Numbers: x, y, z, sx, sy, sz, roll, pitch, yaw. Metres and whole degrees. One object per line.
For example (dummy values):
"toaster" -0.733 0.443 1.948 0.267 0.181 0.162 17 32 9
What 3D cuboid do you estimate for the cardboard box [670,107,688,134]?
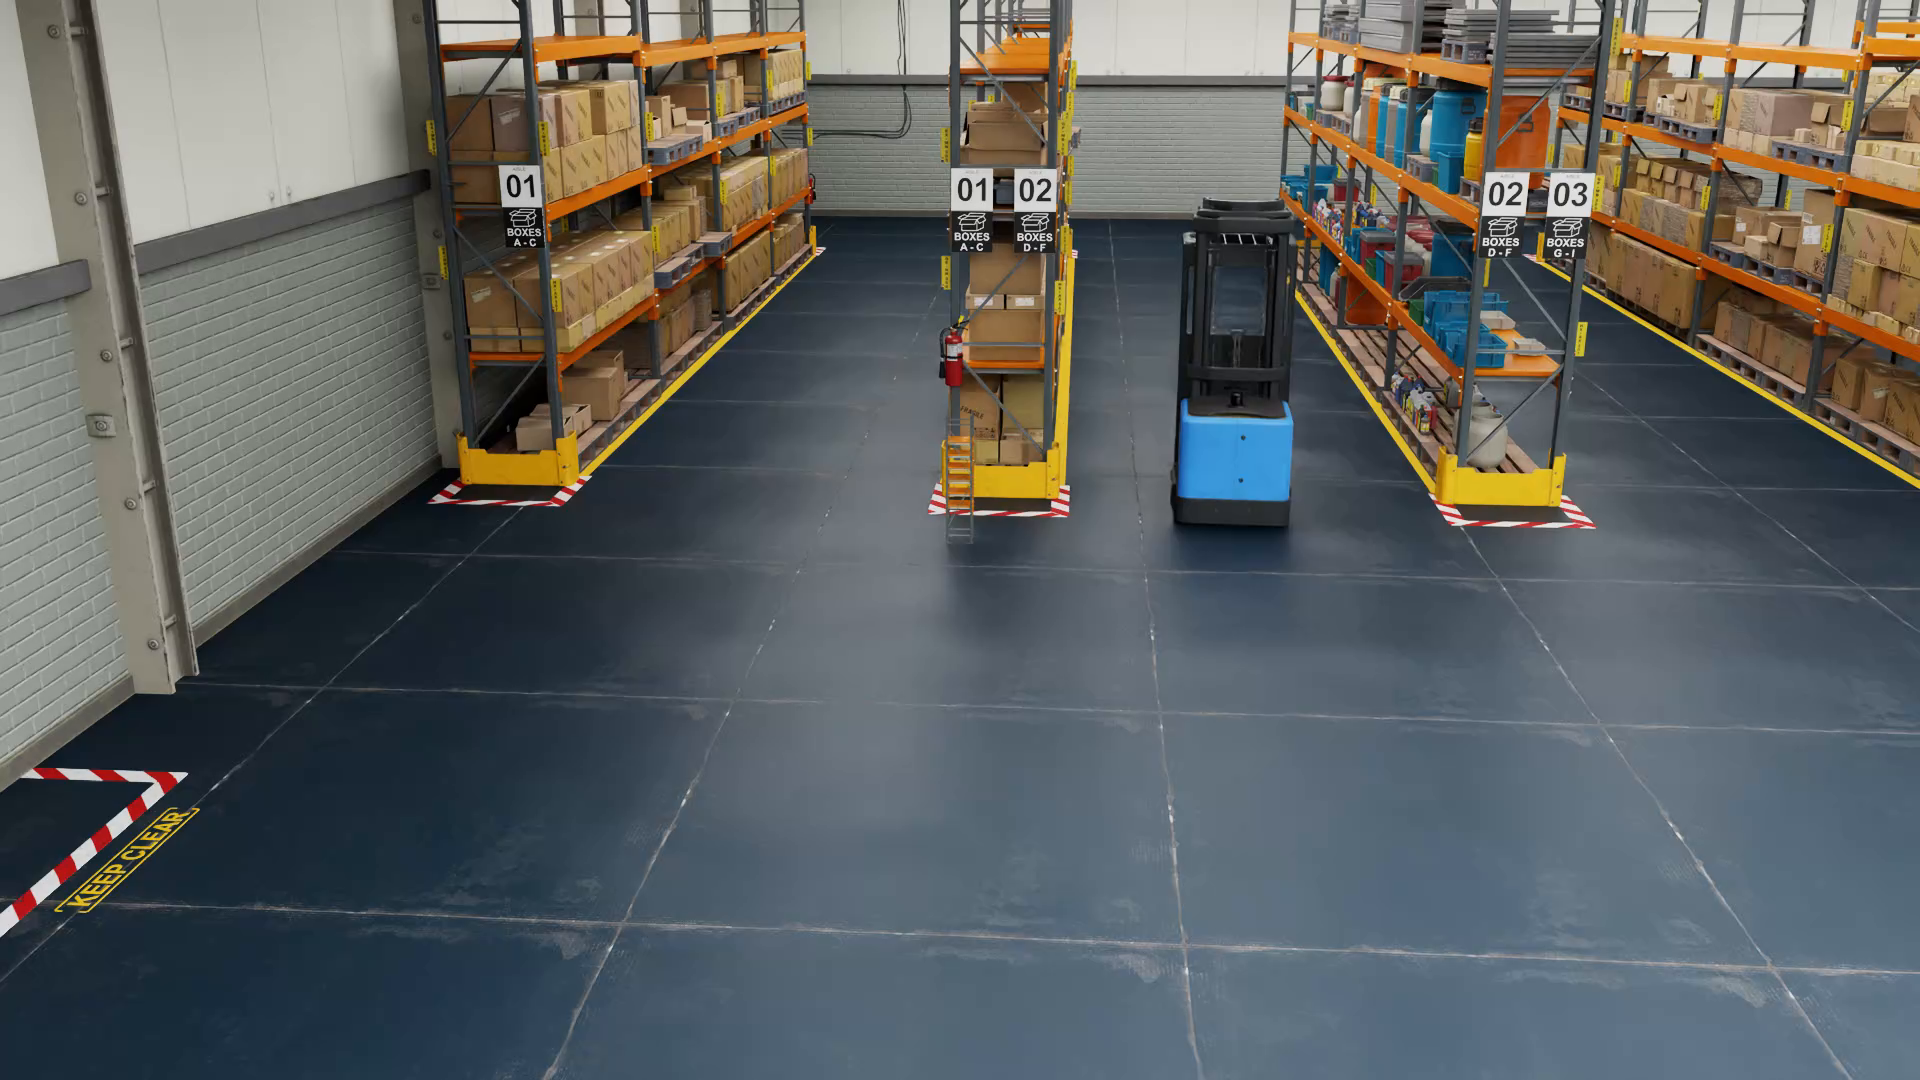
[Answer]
"cardboard box" -4.141 -5.583 22.455 0.797 0.503 0.637 4 19 12

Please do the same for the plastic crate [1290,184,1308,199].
"plastic crate" 6.037 -6.140 29.344 0.416 0.233 0.300 1 18 4

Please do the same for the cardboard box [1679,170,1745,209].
"cardboard box" 10.984 -5.121 24.289 0.797 0.503 0.637 2 18 5

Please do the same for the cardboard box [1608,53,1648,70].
"cardboard box" 11.284 -8.101 28.140 0.500 0.250 0.500 1 18 2

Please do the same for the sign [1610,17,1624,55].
"sign" 5.900 -4.531 14.963 0.100 0.325 0.005 1 18 4

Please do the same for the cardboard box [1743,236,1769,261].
"cardboard box" 10.516 -3.780 21.536 0.500 0.250 0.500 1 18 2

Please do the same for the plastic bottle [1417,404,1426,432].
"plastic bottle" 5.037 -1.329 18.143 0.061 0.283 0.133 2 18 5

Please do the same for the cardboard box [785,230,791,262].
"cardboard box" -3.435 -5.299 29.943 0.700 0.500 0.500 2 18 5

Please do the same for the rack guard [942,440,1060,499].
"rack guard" 0.410 -0.710 16.614 1.175 0.500 0.348 1 18 4

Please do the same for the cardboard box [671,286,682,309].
"cardboard box" -4.091 -3.317 22.658 0.500 0.250 0.500 1 18 4

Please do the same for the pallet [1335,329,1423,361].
"pallet" 5.831 -2.713 23.191 1.003 0.211 1.213 1 18 4

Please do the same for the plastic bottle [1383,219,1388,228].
"plastic bottle" 6.381 -4.667 24.881 0.097 0.271 0.097 0 18 0

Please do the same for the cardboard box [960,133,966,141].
"cardboard box" 0.271 -4.091 17.343 0.500 0.311 0.500 3 18 10

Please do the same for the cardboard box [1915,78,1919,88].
"cardboard box" 15.909 -7.476 27.229 0.380 0.149 0.250 1 18 2

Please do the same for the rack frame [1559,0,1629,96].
"rack frame" 11.439 -9.503 29.800 1.000 3.000 0.127 1 18 4

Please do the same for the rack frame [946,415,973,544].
"rack frame" -0.008 -0.537 14.963 0.240 1.200 0.006 1 18 4

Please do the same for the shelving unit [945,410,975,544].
"shelving unit" -0.001 -0.566 15.049 0.258 1.200 0.189 1 18 4

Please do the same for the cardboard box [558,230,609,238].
"cardboard box" -4.485 -3.410 19.845 0.500 0.500 0.500 1 18 3

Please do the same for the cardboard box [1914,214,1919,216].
"cardboard box" 10.787 -3.288 18.223 0.500 0.500 0.500 1 18 4

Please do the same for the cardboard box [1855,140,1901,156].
"cardboard box" 10.248 -4.375 18.567 0.380 0.149 0.250 1 18 2

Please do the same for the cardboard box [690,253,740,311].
"cardboard box" -3.773 -3.903 25.121 0.750 0.750 0.750 1 18 3

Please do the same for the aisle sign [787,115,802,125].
"aisle sign" -3.078 -8.235 31.389 0.394 0.787 0.004 1 18 4

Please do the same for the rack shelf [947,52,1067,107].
"rack shelf" 0.555 -4.845 17.383 1.077 0.370 4.000 1 18 4

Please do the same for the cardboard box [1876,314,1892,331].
"cardboard box" 10.198 -2.357 18.029 0.380 0.149 0.250 1 18 4

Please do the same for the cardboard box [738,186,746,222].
"cardboard box" -3.583 -5.159 25.508 0.500 0.500 0.500 1 18 4

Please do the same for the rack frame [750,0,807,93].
"rack frame" -3.383 -9.835 30.812 1.000 3.000 0.127 1 18 4

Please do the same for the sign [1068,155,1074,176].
"sign" 1.826 -6.171 27.406 0.100 0.325 0.005 1 18 4

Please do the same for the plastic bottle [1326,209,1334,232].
"plastic bottle" 5.687 -4.892 25.442 0.144 0.351 0.185 1 18 4

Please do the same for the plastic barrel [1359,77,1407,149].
"plastic barrel" 5.650 -5.692 22.180 0.600 0.901 0.600 0 18 0

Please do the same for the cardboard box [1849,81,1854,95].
"cardboard box" 16.088 -7.968 29.371 0.500 0.250 0.500 2 18 5

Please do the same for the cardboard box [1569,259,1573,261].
"cardboard box" 11.408 -5.359 29.525 0.875 0.875 0.875 1 18 4

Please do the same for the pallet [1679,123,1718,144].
"pallet" 10.859 -5.704 23.328 1.213 0.211 1.003 2 18 6

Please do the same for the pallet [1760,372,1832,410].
"pallet" 10.633 -1.842 20.532 1.003 0.211 1.213 1 18 4

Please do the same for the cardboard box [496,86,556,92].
"cardboard box" -4.630 -4.590 17.826 0.500 0.500 0.500 1 18 4

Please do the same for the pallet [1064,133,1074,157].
"pallet" 0.948 -5.165 21.683 1.003 0.211 1.213 2 18 6

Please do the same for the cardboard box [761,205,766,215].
"cardboard box" -3.406 -5.441 27.411 0.380 0.149 0.250 2 18 5

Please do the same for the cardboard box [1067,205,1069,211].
"cardboard box" 1.580 -5.832 28.070 0.500 0.500 0.500 2 18 5

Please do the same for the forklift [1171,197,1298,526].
"forklift" 2.711 -1.934 16.447 1.130 2.935 3.031 2 18 7

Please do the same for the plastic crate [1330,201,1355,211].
"plastic crate" 6.388 -5.565 27.743 0.396 0.136 0.243 1 18 4

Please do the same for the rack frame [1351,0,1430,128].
"rack frame" 5.925 -7.129 22.555 1.000 3.000 0.127 1 18 4

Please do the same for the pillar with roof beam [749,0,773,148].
"pillar with roof beam" 0.242 -10.596 33.137 9.100 9.000 0.400 1 18 4

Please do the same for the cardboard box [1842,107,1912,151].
"cardboard box" 10.711 -4.743 19.250 0.797 0.503 0.637 0 18 1

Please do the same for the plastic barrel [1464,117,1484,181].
"plastic barrel" 5.307 -3.865 16.434 0.600 0.588 0.600 0 18 0

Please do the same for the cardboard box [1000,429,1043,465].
"cardboard box" 0.672 -0.960 17.103 0.500 0.250 0.500 1 18 4

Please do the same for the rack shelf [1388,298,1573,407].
"rack shelf" 5.495 -2.073 17.914 1.077 0.370 4.000 1 18 4

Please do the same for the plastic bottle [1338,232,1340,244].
"plastic bottle" 5.572 -4.426 24.259 0.097 0.201 0.097 0 18 0

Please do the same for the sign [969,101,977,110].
"sign" 0.156 -4.977 19.470 0.100 0.325 0.005 1 18 4

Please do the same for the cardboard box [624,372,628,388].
"cardboard box" -4.251 -1.953 20.236 0.380 0.166 0.250 -1 18 -3

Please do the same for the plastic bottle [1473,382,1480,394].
"plastic bottle" 5.843 -1.620 18.923 0.144 0.351 0.185 1 18 4

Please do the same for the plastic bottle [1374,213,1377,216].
"plastic bottle" 6.367 -4.869 25.499 0.097 0.271 0.097 0 18 0

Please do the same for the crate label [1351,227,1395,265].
"crate label" 5.584 -3.992 22.560 0.502 0.435 0.616 1 18 4

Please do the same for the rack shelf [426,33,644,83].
"rack shelf" -4.386 -5.143 17.655 1.077 0.370 4.000 1 18 4

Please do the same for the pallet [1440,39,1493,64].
"pallet" 5.523 -4.970 16.912 1.003 0.211 1.213 1 18 4
